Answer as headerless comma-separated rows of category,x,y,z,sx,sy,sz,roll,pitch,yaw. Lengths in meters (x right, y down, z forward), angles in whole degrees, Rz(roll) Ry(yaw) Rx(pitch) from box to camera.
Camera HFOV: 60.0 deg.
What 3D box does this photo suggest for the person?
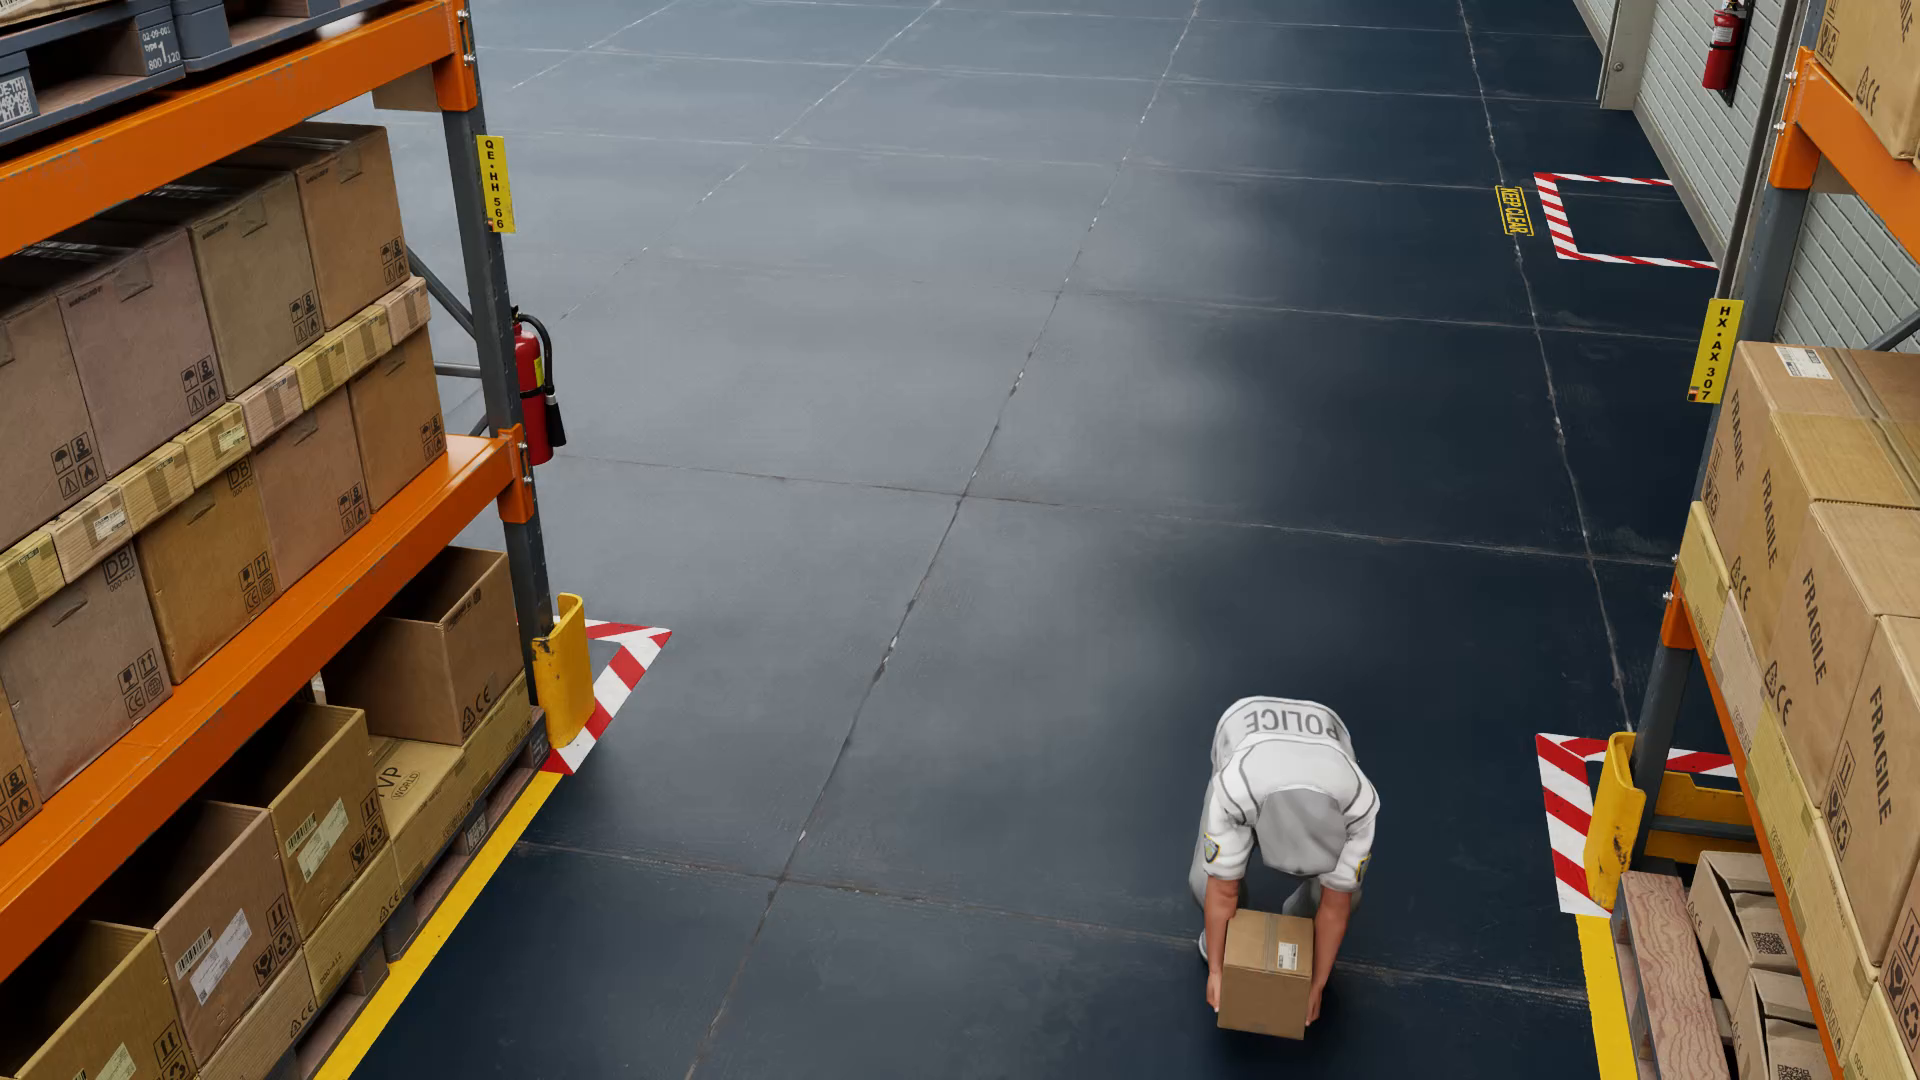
person,0.976,0.973,5.108,0.527,1.017,1.009,5,29,9
